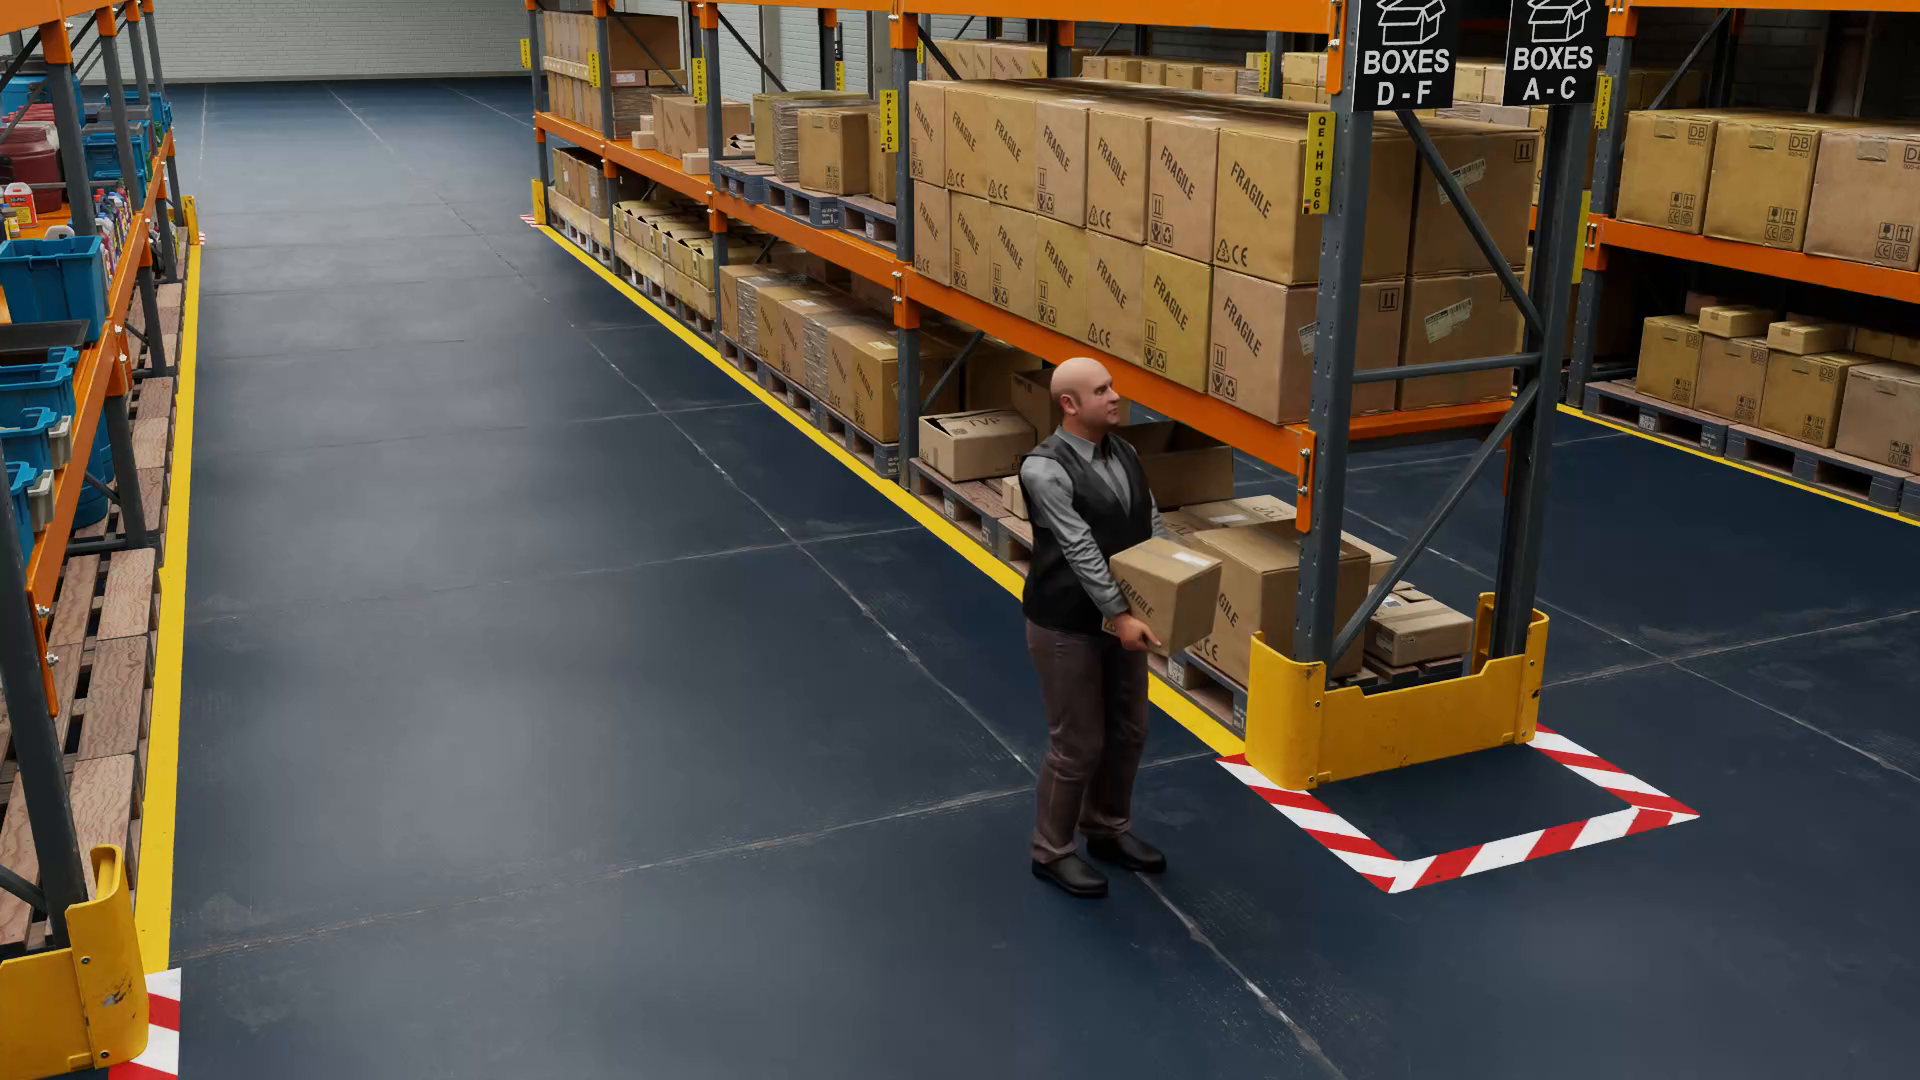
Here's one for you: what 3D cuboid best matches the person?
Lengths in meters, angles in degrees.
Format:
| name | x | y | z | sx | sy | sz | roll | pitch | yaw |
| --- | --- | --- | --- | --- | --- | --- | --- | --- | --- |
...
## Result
| name | x | y | z | sx | sy | sz | roll | pitch | yaw |
| --- | --- | --- | --- | --- | --- | --- | --- | --- | --- |
| person | 0.486 | 0.285 | 5.273 | 0.551 | 1.711 | 0.494 | 15 | 24 | 38 |
